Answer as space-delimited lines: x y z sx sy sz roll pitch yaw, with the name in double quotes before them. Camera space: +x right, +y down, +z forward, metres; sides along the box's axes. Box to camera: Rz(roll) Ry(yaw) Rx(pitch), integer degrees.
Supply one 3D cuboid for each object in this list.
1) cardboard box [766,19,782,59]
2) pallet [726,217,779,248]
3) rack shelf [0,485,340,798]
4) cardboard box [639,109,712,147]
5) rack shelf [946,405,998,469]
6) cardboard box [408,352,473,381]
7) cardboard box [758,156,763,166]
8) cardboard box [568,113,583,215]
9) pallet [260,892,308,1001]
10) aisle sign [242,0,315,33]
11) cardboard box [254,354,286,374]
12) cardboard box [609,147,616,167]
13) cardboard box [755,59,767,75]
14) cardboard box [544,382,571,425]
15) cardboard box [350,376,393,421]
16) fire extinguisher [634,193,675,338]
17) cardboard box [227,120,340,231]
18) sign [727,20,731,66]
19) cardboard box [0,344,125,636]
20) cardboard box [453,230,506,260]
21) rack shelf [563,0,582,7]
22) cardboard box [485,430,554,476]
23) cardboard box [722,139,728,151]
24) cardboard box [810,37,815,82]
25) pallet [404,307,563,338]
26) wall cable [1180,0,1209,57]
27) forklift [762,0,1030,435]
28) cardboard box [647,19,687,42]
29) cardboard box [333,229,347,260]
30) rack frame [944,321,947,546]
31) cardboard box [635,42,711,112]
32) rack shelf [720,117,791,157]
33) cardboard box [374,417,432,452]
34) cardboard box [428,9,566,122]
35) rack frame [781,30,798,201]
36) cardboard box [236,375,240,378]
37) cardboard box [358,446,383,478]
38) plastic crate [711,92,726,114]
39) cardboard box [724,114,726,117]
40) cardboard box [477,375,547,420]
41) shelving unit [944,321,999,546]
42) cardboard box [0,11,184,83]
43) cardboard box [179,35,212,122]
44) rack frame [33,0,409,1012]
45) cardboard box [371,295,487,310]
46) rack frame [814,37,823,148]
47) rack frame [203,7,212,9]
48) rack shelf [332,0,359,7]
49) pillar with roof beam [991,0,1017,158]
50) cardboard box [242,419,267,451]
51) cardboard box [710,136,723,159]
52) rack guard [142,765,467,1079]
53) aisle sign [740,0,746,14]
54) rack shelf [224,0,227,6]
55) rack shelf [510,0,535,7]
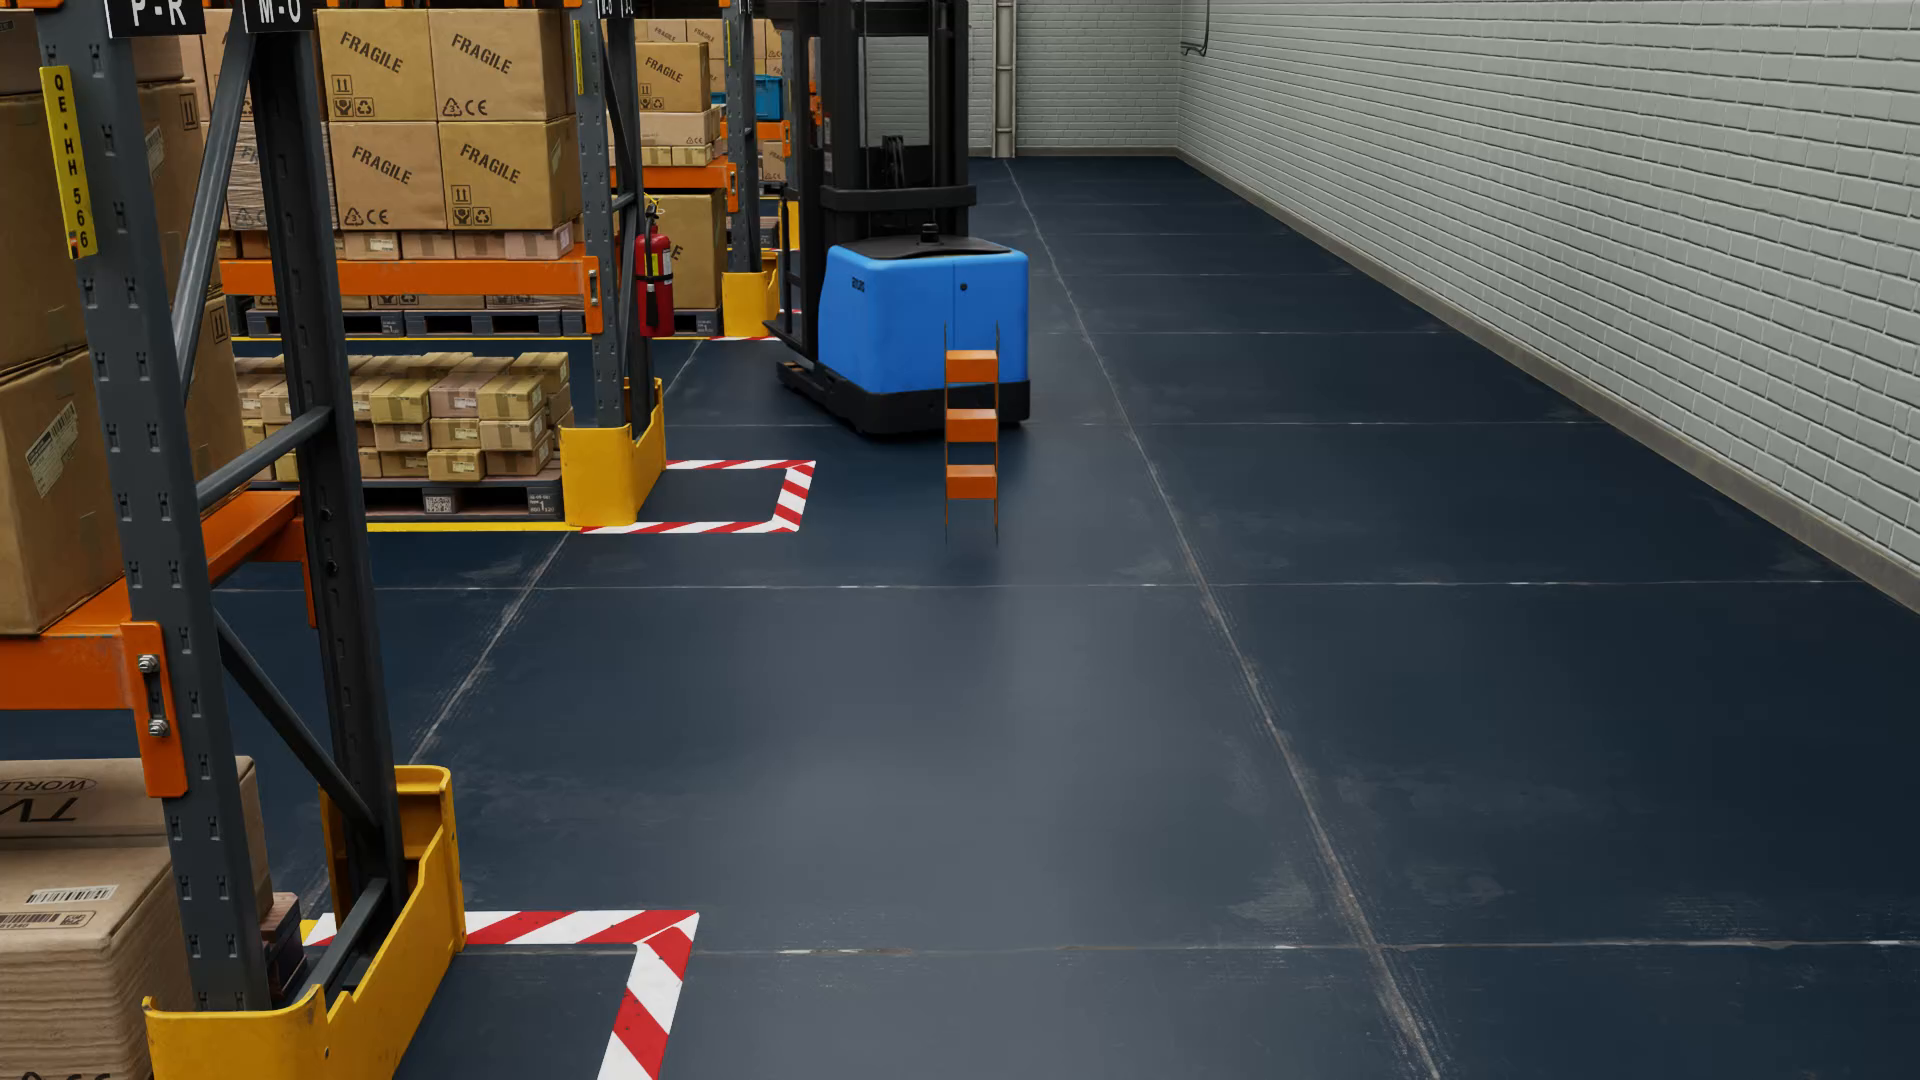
"cardboard box" -2.301 -6.652 22.071 0.500 0.500 0.500 0 18 -1
"pallet" -2.611 -3.381 18.242 1.213 0.211 1.003 0 18 -1
"rack shelf" -3.551 0.191 3.721 4.000 0.370 1.077 0 18 -1
"cardboard box" -2.188 -3.175 12.794 0.500 0.250 0.500 -1 18 -2
"rack shelf" 0.053 -0.490 7.891 0.240 0.259 0.215 0 18 -1
"cardboard box" -2.788 -0.900 8.948 0.250 0.149 0.380 0 18 -1
"cardboard box" -2.909 -5.196 23.115 0.500 0.250 0.500 0 18 -1
"cardboard box" -2.184 -1.944 8.548 0.500 0.500 0.500 1 18 2
"pallet" -2.350 1.194 3.980 1.213 0.211 1.003 0 18 -1
"aisle sign" -1.484 -1.488 3.521 0.004 0.787 0.394 0 18 -1
"cardboard box" -3.576 -0.888 8.910 0.250 0.149 0.380 0 18 0
"cardboard box" -2.571 -2.964 12.787 0.250 0.149 0.380 0 18 -1
"cardboard box" -2.823 -6.173 22.215 0.500 0.500 0.500 0 18 0
"cardboard box" -2.259 -0.733 8.915 0.250 0.149 0.380 0 18 1
"cardboard box" -3.025 -0.713 8.366 0.250 0.149 0.380 -1 18 -3
"fire extinguisher" -1.472 -1.319 7.985 0.183 0.674 0.296 0 18 -1
"cardboard box" -3.198 -1.775 8.020 0.500 0.500 0.500 0 18 -1
"sign" -1.713 -3.687 12.346 0.005 0.325 0.100 0 18 -1
"cardboard box" -2.030 -0.126 3.366 0.500 0.500 0.500 0 18 -1
"cardboard box" -2.302 -1.476 8.149 0.250 0.149 0.380 0 18 -1
"rack shelf" -3.731 -2.749 7.974 4.000 0.370 1.077 0 18 -1
"cardboard box" -2.254 -0.449 8.517 0.250 0.149 0.380 0 18 0
"cardboard box" -3.644 -6.698 27.420 0.500 0.500 0.700 -1 18 -3
"cardboard box" -2.452 -7.864 27.161 0.700 0.700 0.980 1 18 2
"pallet" -3.723 -1.828 13.400 1.213 0.211 1.003 0 18 -1
"wall cable" 3.718 -9.023 26.527 0.112 2.526 3.097 0 18 -1
"forklift" -0.596 -2.427 10.815 1.130 2.935 3.031 -7 19 -21
"cardboard box" -3.838 -6.642 22.043 0.500 0.500 0.500 0 18 1
"cardboard box" -3.071 -1.469 8.128 0.250 0.149 0.380 -1 18 -3
"rack frame" -0.068 -0.500 7.886 0.008 1.050 0.200 0 18 -1
"cardboard box" -2.191 -3.533 12.681 0.500 0.500 0.500 0 18 0
"rack shelf" -3.786 -4.349 17.871 4.000 0.370 1.077 0 18 -1
"cardboard box" -2.774 -0.564 8.389 0.250 0.149 0.380 -1 18 -3
"cardboard box" -2.184 -2.260 7.895 0.500 0.500 0.500 -1 18 -2
"rack frame" -1.786 -4.701 17.792 0.127 3.000 1.000 0 18 -1
"cardboard box" -3.820 -0.718 8.380 0.250 0.149 0.380 0 18 -1
"cardboard box" -3.022 -0.437 8.479 0.250 0.149 0.380 0 18 0
"plastic crate" -2.697 -4.746 18.108 0.300 0.233 0.416 0 18 -1
"cardboard box" -3.787 -7.067 27.508 0.250 0.149 0.380 0 18 0
"cardboard box" -2.256 -0.719 8.383 0.250 0.149 0.380 0 18 0
"shelving unit" 0.053 -0.500 7.888 0.252 1.050 0.215 0 18 -1
"cardboard box" -1.911 -1.077 3.632 0.250 0.149 0.380 0 18 0
"cardboard box" -3.740 -2.249 7.860 0.500 0.500 0.500 -1 18 -3
"rack frame" -1.552 -0.162 3.641 0.127 3.000 1.000 0 18 -1
"cardboard box" -4.146 -2.340 13.224 0.875 0.875 0.875 0 18 -1
"rack frame" -1.861 -6.214 22.508 0.127 3.000 1.000 0 18 -1
"rack frame" -9.860 -6.175 22.387 0.127 3.000 1.000 0 18 -1
"rack shelf" -7.942 -8.784 26.786 4.000 0.370 1.077 0 18 -1
"pillar with roof beam" 0.811 -9.546 23.073 0.400 9.000 9.100 0 18 -1
"cardboard box" -3.548 -0.562 8.383 0.250 0.149 0.380 1 18 2
"cardboard box" -2.068 -3.168 13.423 0.250 0.149 0.380 0 18 0
"rack guard" -1.528 1.028 4.023 0.348 0.500 1.175 0 18 -1
"aisle sign" -1.631 -4.335 12.394 0.004 0.787 0.394 0 18 -1
"rack shelf" -7.707 -4.245 12.637 4.000 0.370 1.077 0 18 -1
"rack shelf" -3.860 -7.290 22.129 4.000 0.370 1.077 0 18 -1
